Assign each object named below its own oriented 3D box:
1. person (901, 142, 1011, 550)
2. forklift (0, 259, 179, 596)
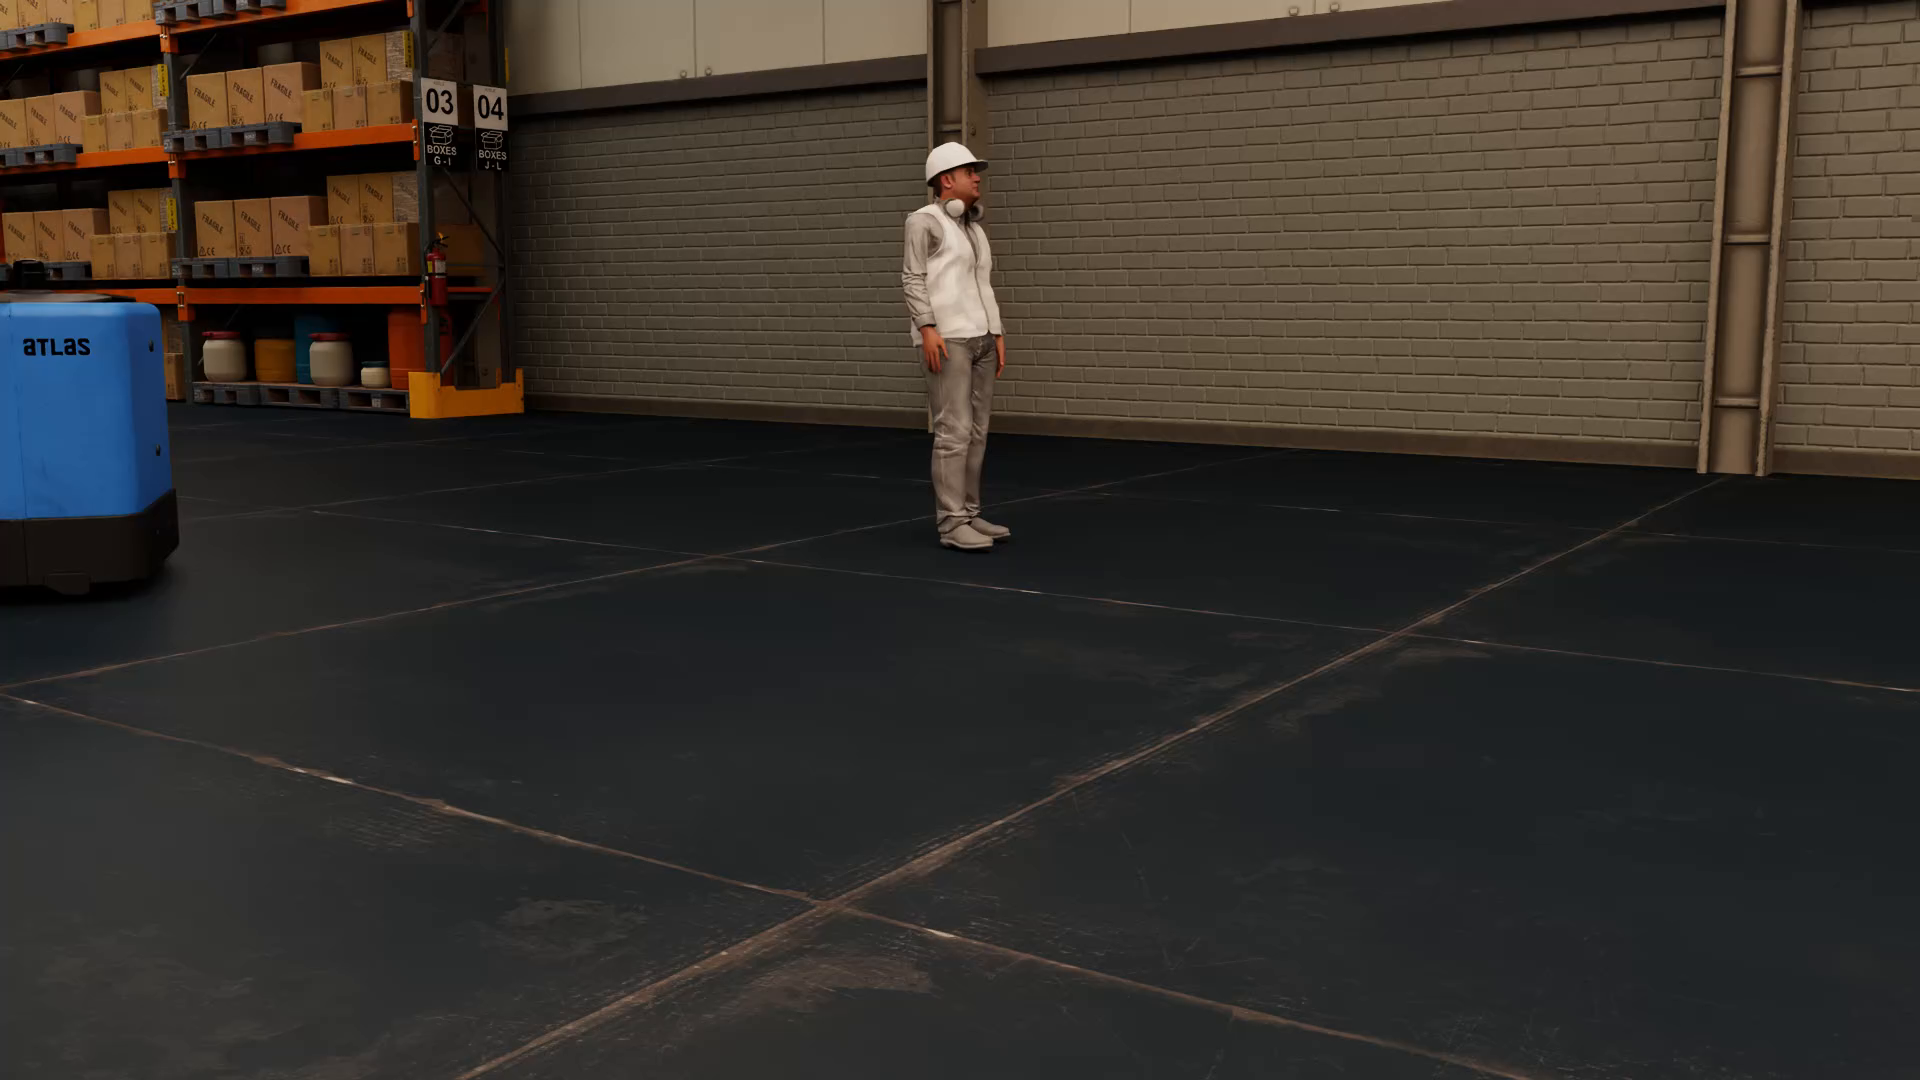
[{"bbox_3d":[0.048,-0.880,7.437,0.566,1.775,0.634,5,10,34],"label":"person"},{"bbox_3d":[-4.567,-1.236,5.882,3.031,2.935,1.130,-3,9,-18],"label":"forklift"}]
